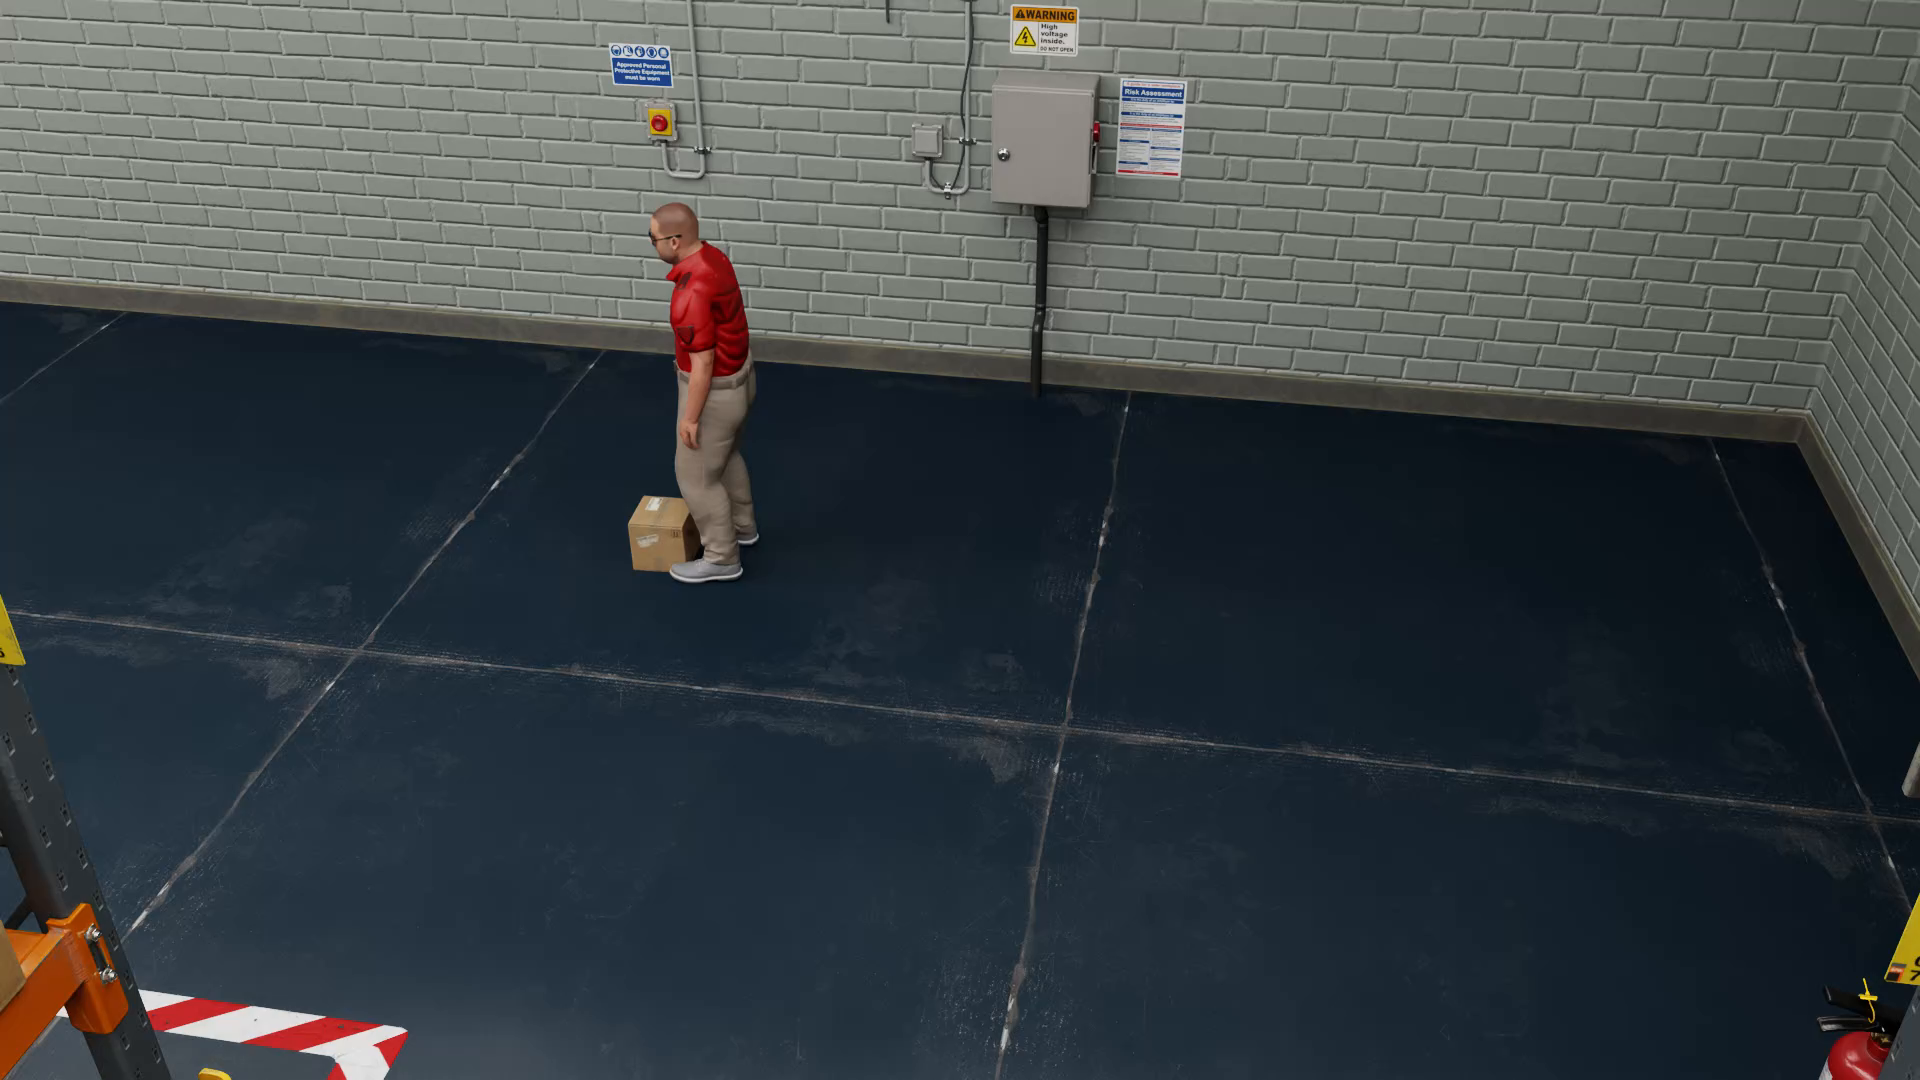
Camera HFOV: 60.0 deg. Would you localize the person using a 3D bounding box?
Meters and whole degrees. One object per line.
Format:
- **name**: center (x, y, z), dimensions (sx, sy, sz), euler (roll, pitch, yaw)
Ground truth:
- **person**: center (-1.093, -0.633, 7.157), dimensions (0.402, 1.725, 0.594), euler (4, 32, 6)
